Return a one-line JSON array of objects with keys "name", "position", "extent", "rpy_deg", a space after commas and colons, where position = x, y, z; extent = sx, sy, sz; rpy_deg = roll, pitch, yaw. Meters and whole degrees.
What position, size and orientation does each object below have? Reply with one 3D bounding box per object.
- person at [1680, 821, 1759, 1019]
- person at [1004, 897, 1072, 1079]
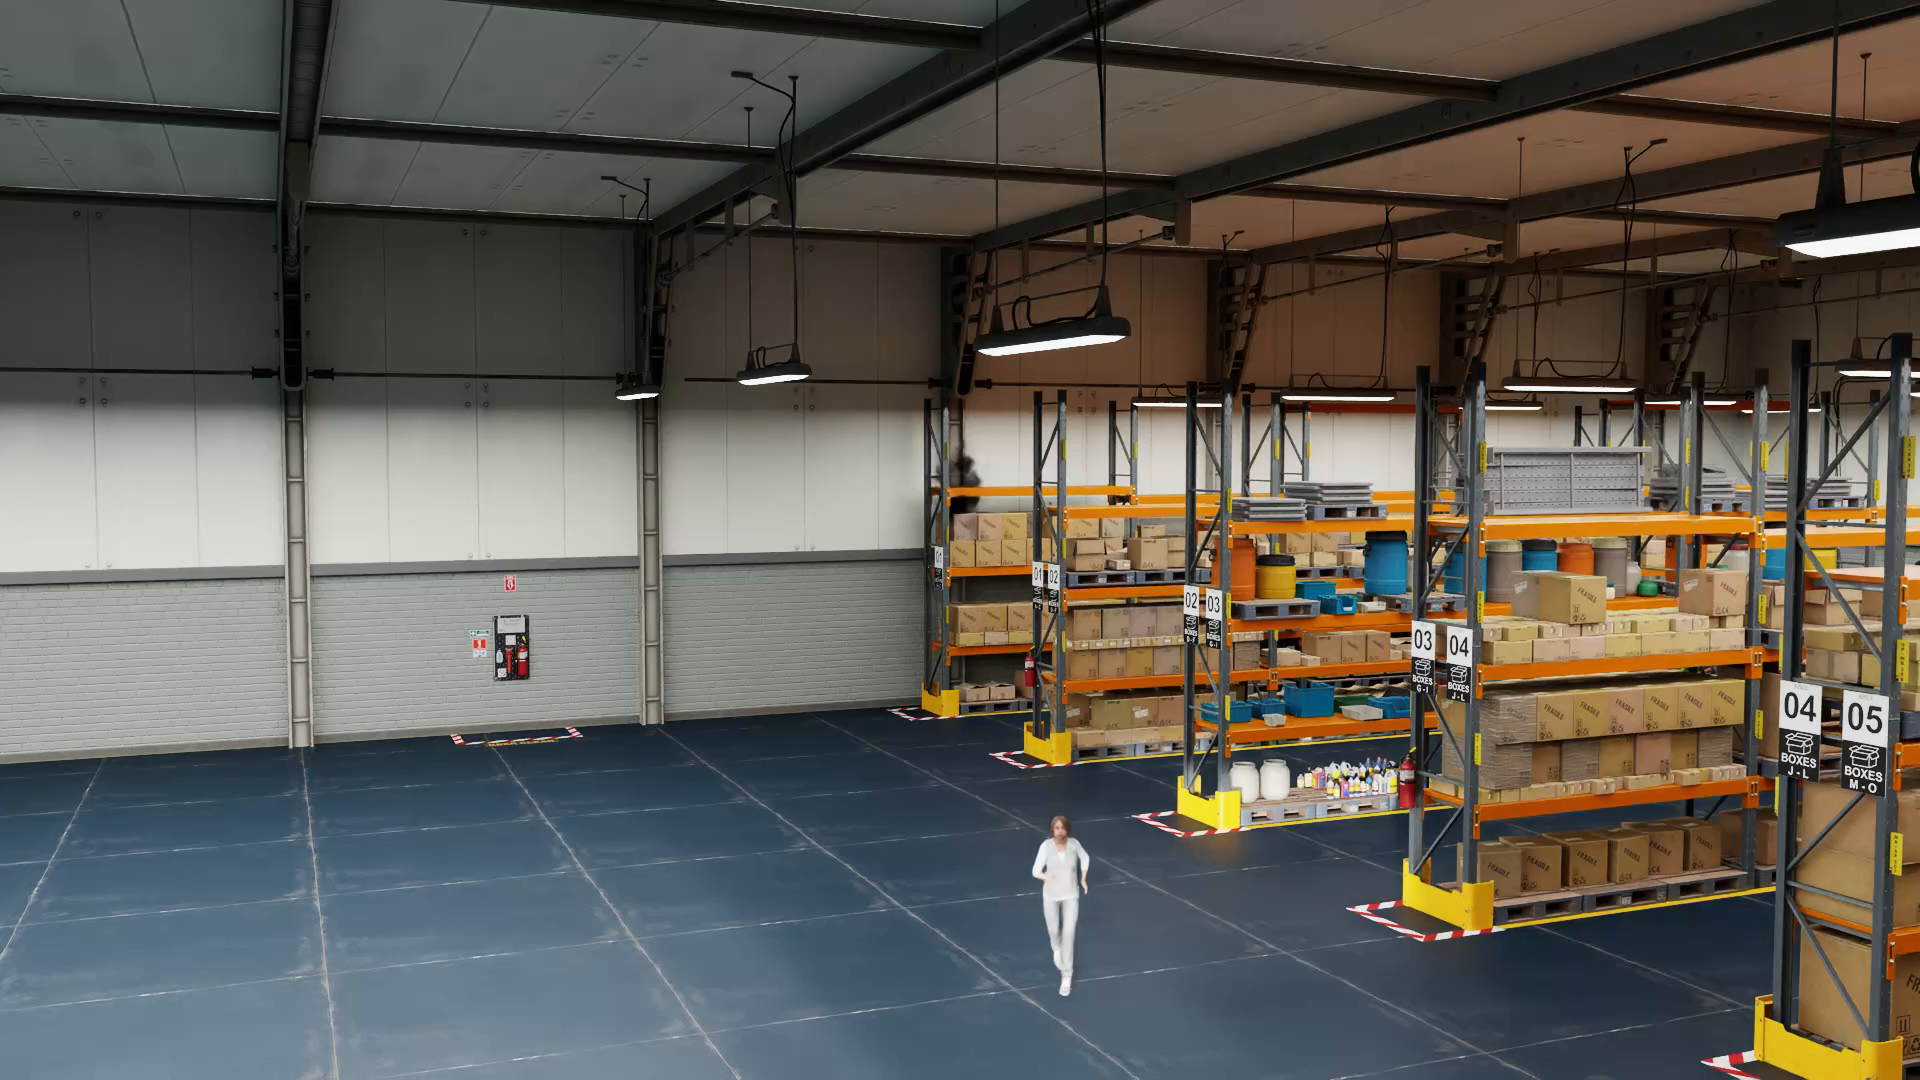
[{"name": "person", "position": [6.806, 3.404, 15.017], "extent": [0.746, 1.744, 0.740], "rpy_deg": [-2, 4, -31]}, {"name": "person", "position": [0.606, 3.640, 13.107], "extent": [0.546, 1.479, 0.841], "rpy_deg": [0, 3, 6]}]
